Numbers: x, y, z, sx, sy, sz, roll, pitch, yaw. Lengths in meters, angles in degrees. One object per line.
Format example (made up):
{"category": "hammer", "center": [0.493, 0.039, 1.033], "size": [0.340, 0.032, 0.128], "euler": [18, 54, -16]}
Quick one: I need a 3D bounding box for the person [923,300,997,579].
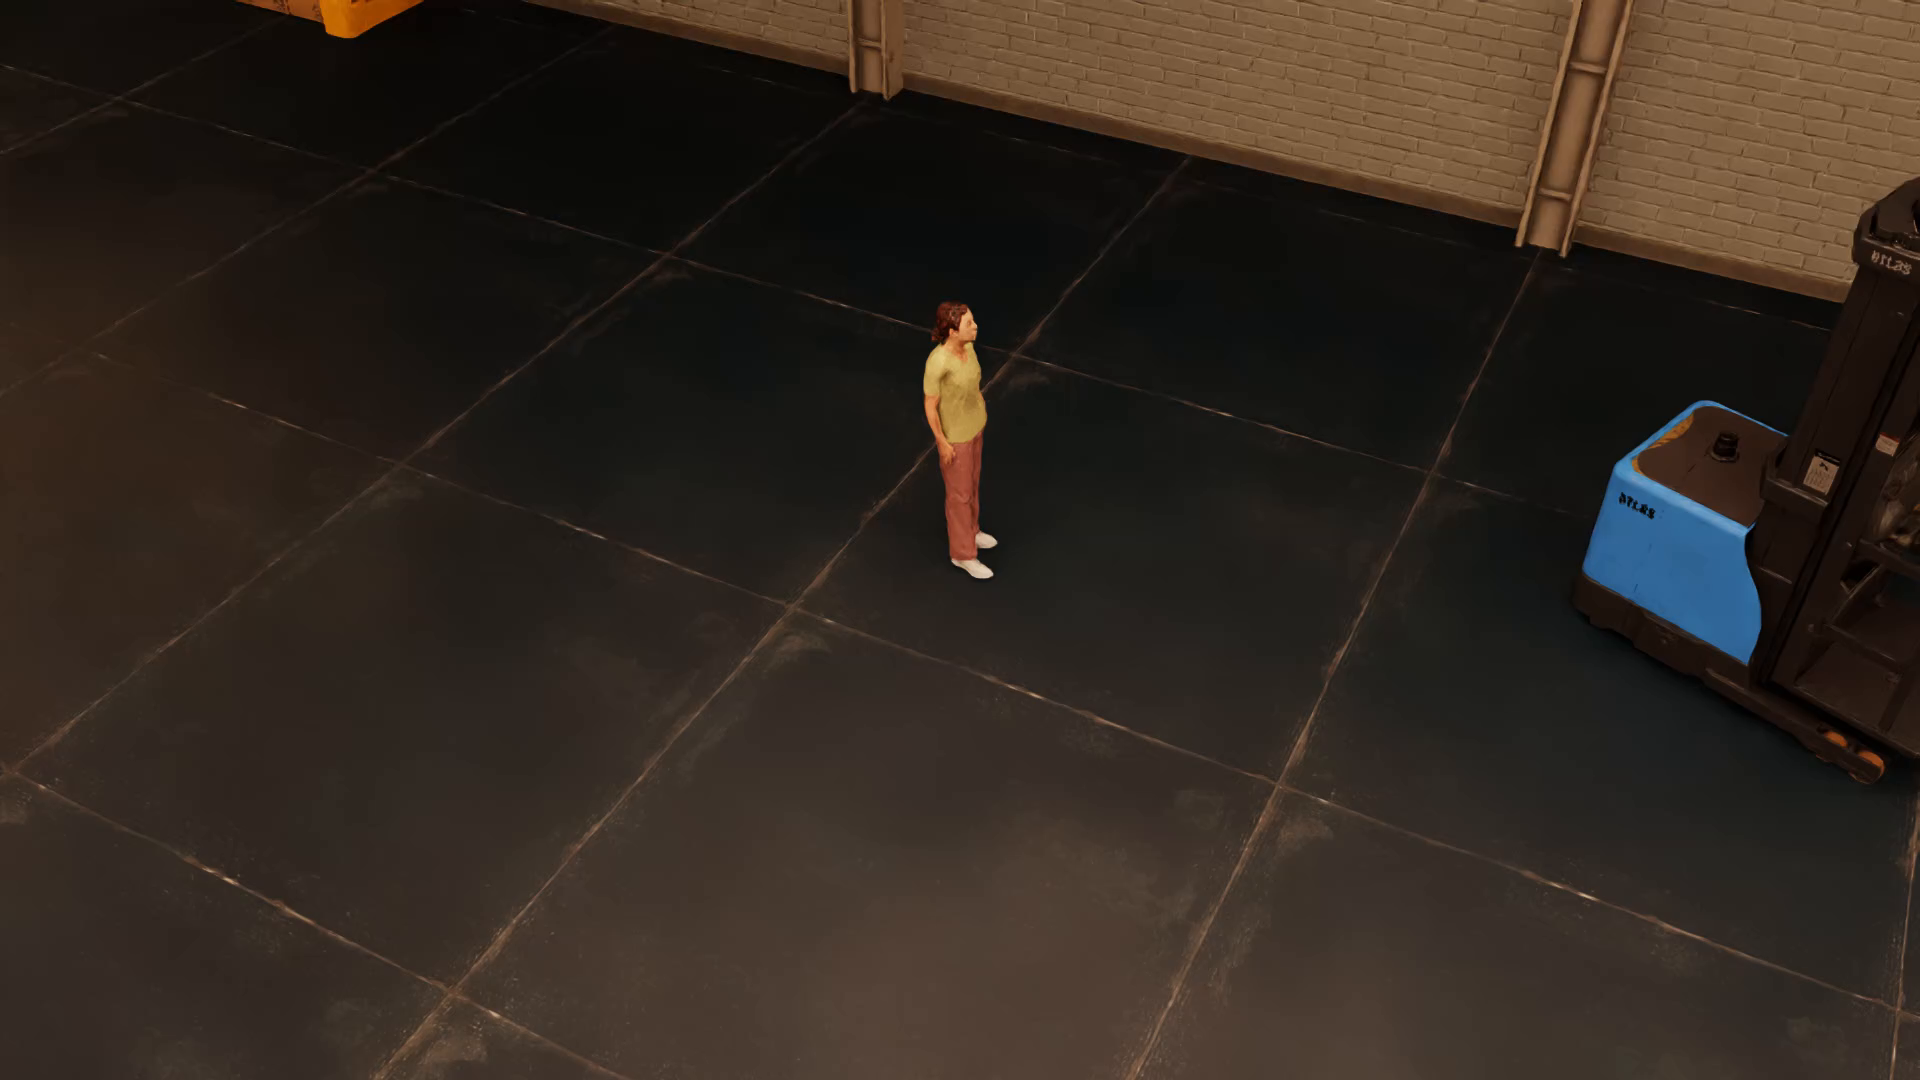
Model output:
{"category": "person", "center": [0.061, -0.597, 9.702], "size": [0.548, 1.619, 0.554], "euler": [18, 43, 21]}

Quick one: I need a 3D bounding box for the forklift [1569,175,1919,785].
{"category": "forklift", "center": [4.934, -0.221, 8.249], "size": [1.130, 2.935, 3.031], "euler": [-31, 49, -31]}
